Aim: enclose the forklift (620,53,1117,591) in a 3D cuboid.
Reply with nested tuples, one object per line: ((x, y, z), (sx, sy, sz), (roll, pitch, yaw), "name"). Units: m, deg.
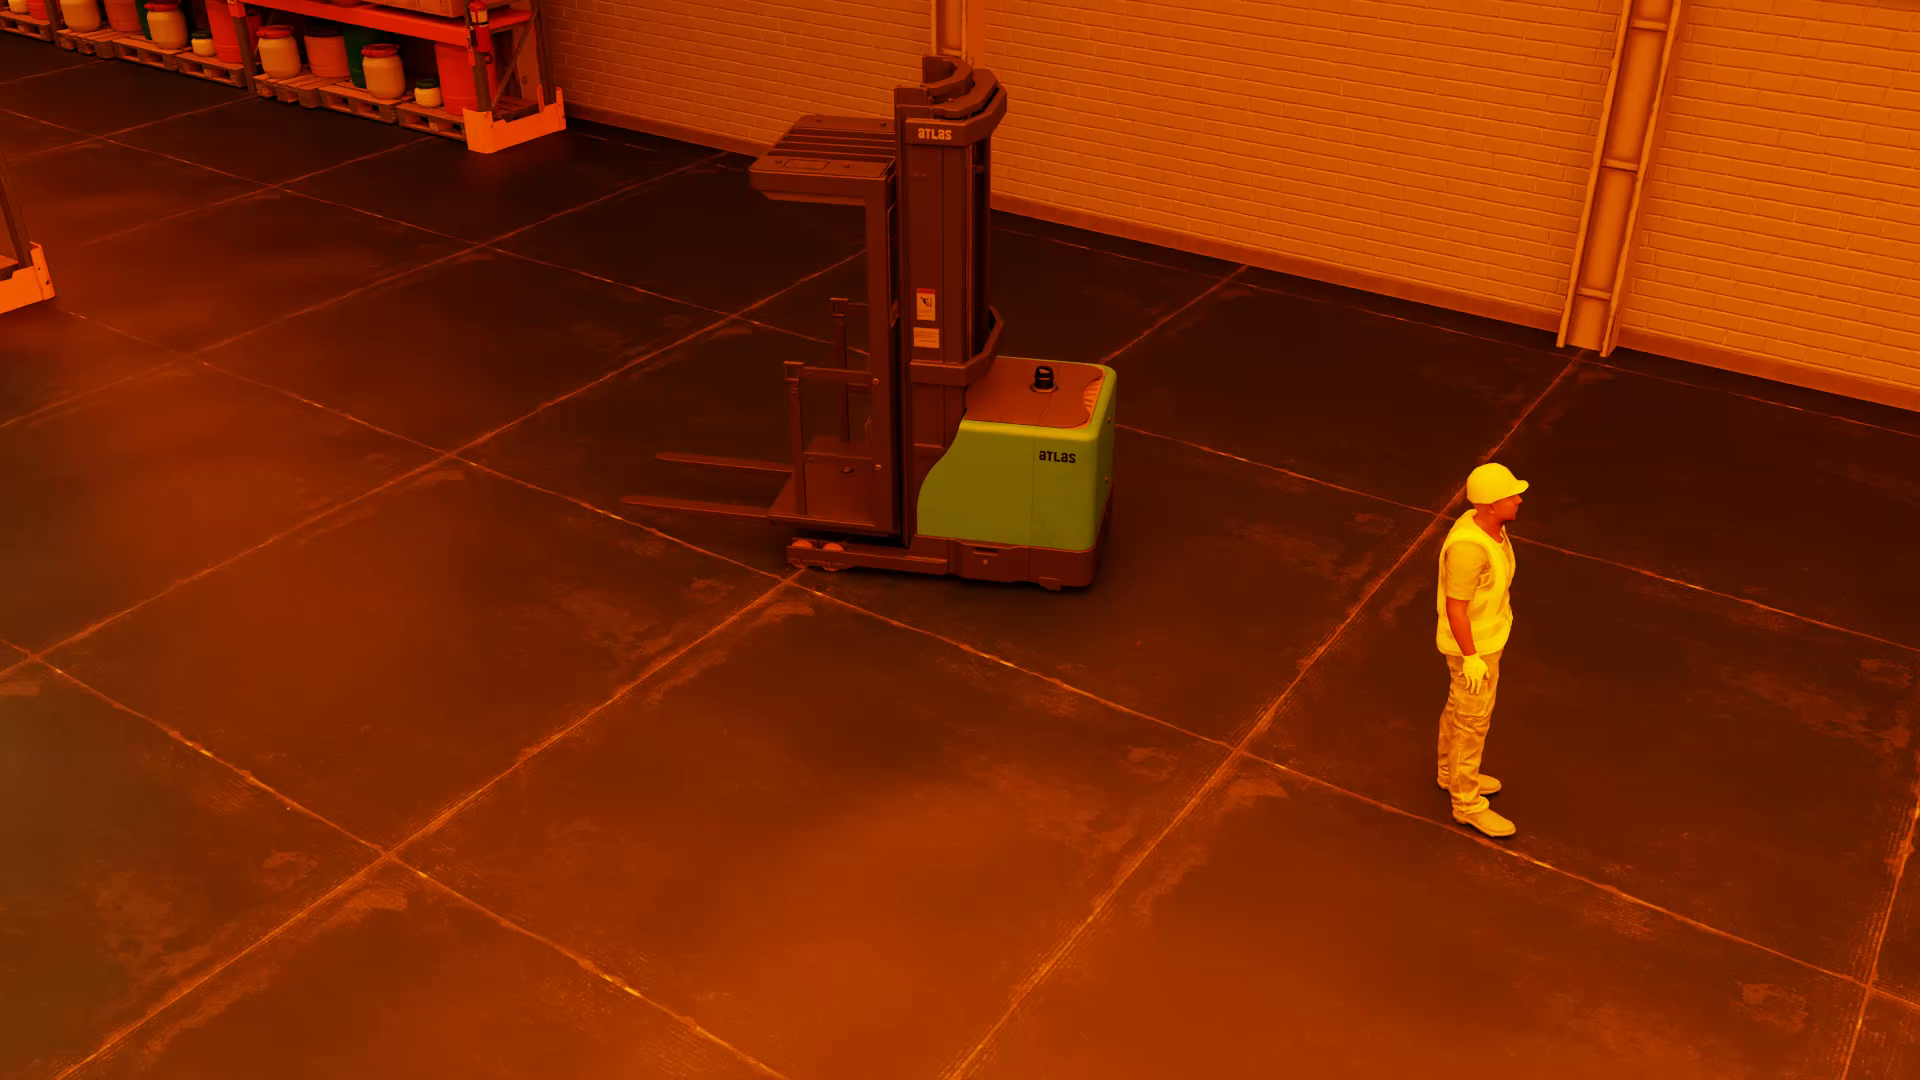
((-0.596, -1.330, 9.871), (3.031, 2.935, 1.130), (6, 31, 10), "forklift")

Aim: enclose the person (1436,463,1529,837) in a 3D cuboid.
((2.516, 0.482, 7.880), (0.577, 1.783, 0.657), (13, 32, 21), "person")
